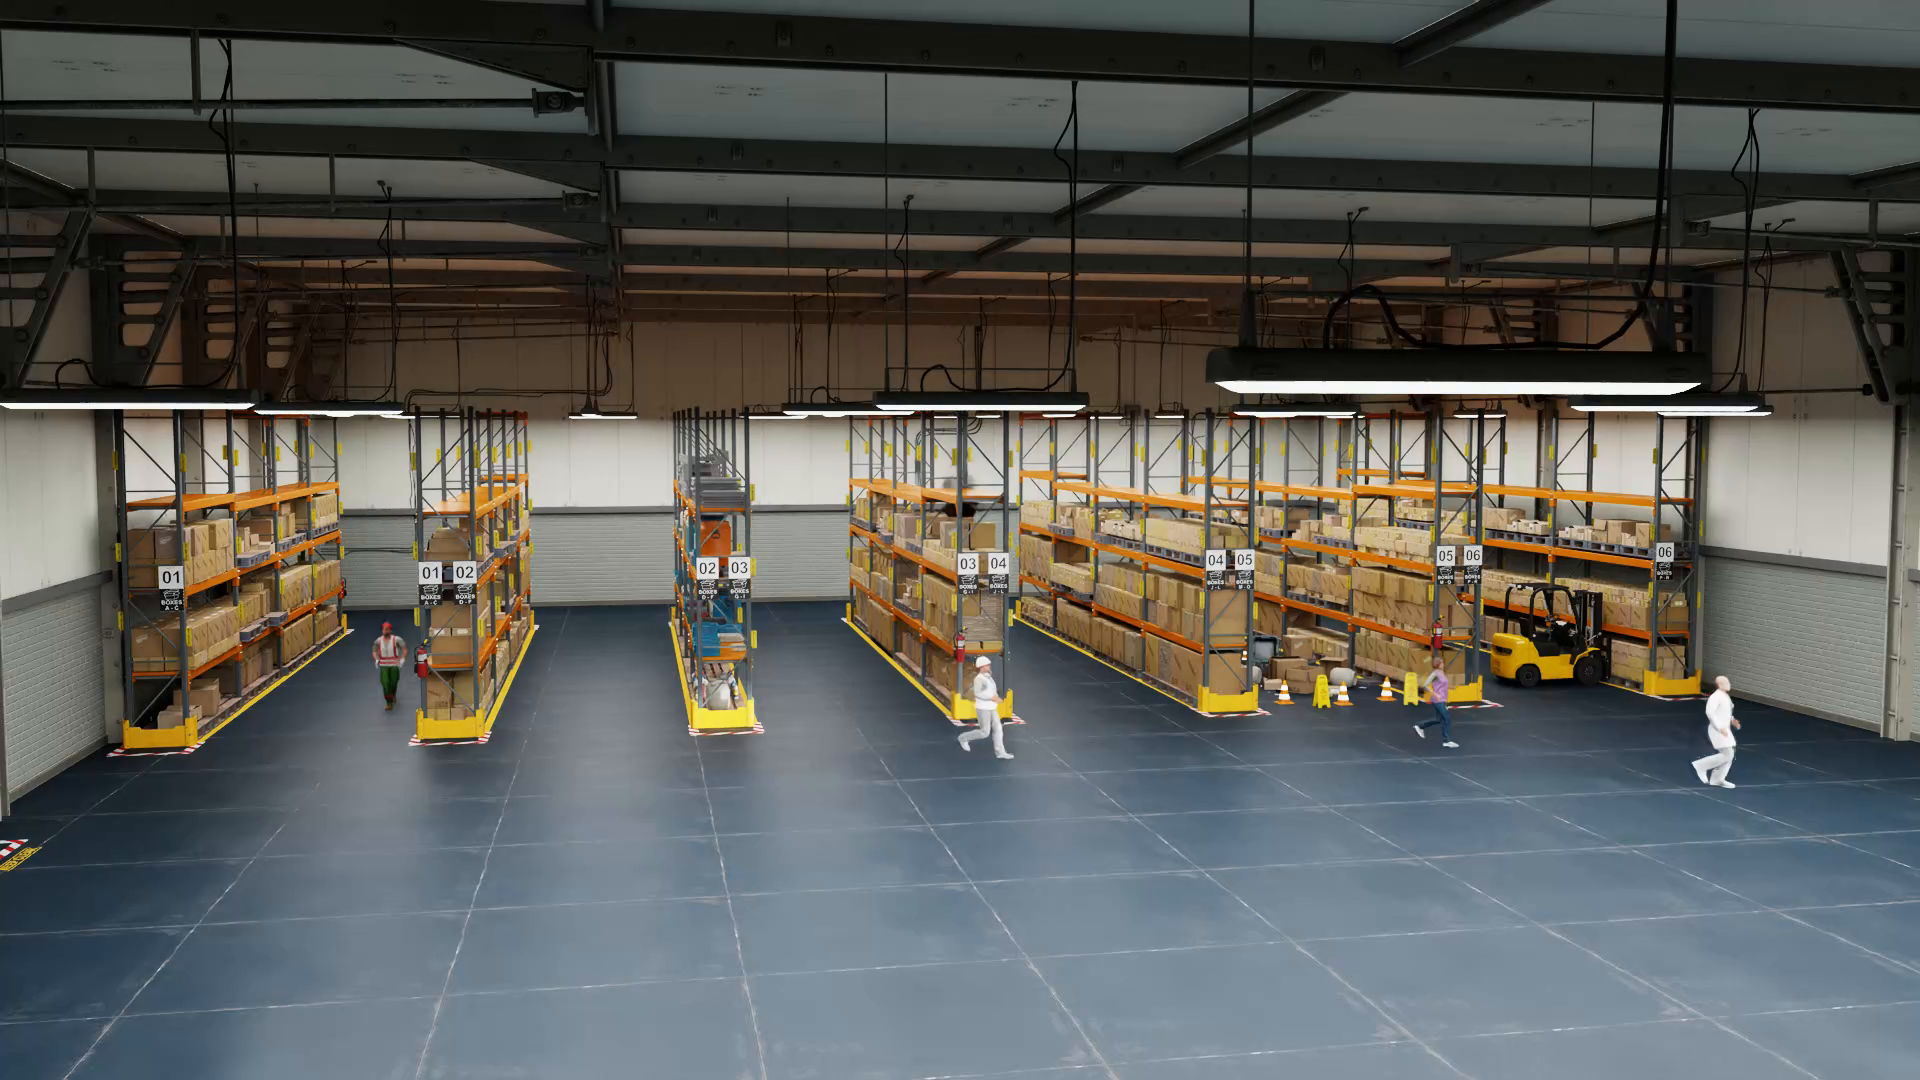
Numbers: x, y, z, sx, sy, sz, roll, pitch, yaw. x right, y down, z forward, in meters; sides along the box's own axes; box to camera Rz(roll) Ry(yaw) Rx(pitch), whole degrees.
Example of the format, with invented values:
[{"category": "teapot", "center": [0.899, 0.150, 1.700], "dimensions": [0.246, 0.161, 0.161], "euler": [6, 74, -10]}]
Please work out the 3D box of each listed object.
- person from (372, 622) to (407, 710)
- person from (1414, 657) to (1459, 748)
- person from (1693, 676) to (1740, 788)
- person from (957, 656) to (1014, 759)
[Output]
[{"category": "person", "center": [-11.344, 2.507, 33.030], "dimensions": [0.661, 1.745, 0.548], "euler": [-1, 4, -9]}, {"category": "person", "center": [8.406, 2.845, 29.323], "dimensions": [0.822, 1.570, 0.547], "euler": [3, 5, 33]}, {"category": "person", "center": [11.883, 2.999, 26.112], "dimensions": [0.636, 1.750, 0.731], "euler": [2, 5, 31]}, {"category": "person", "center": [0.449, 2.841, 28.209], "dimensions": [0.971, 1.741, 0.676], "euler": [1, 4, 20]}]
